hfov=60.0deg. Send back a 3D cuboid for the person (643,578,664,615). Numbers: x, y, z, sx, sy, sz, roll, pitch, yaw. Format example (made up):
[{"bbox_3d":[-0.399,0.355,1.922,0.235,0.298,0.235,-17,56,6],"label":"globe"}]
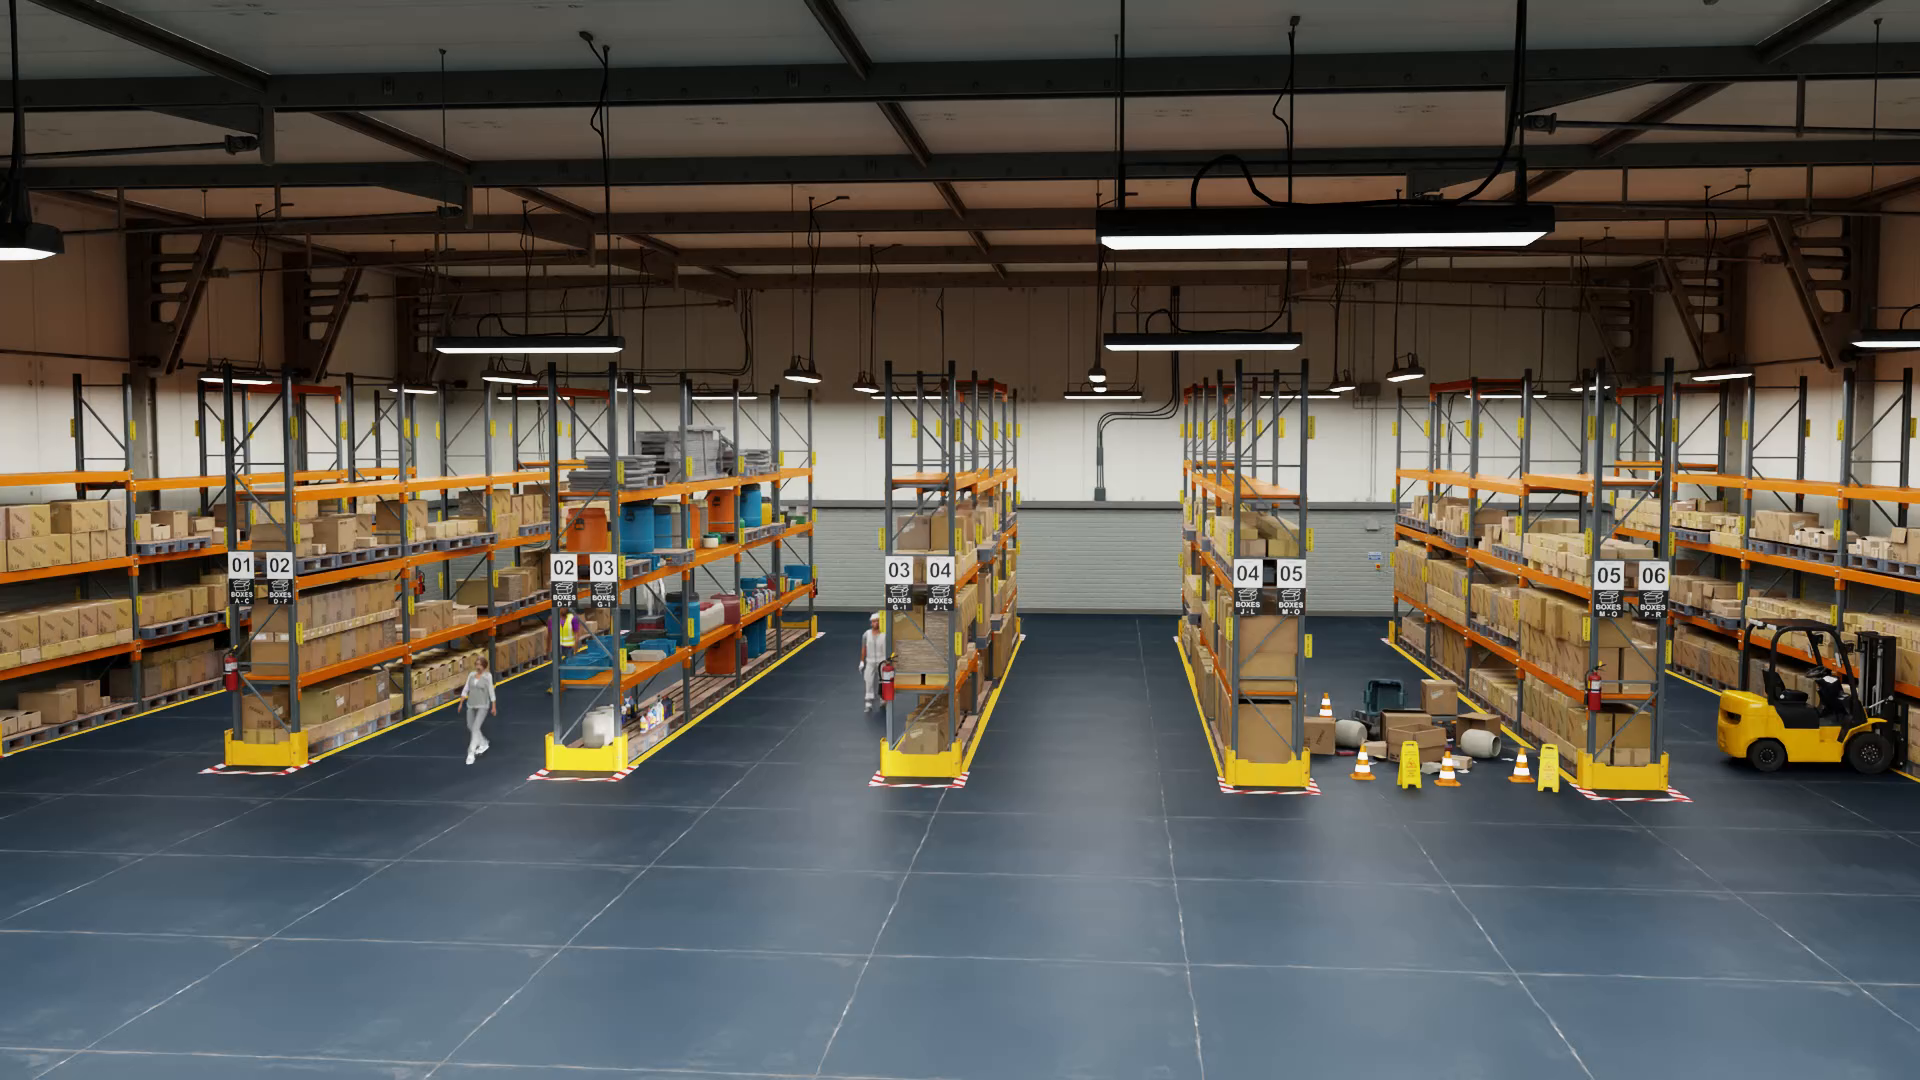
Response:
[{"bbox_3d":[-7.839,1.363,42.554,0.534,1.635,1.004,-1,4,-10],"label":"person"}]

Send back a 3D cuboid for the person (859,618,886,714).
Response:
[{"bbox_3d":[-1.495,2.238,29.441,0.647,1.599,1.061,0,4,7],"label":"person"}]

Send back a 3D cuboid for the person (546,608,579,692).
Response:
[{"bbox_3d":[-7.641,2.022,31.871,0.658,1.695,1.067,0,4,-3],"label":"person"}]

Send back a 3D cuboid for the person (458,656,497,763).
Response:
[{"bbox_3d":[-7.343,2.561,25.330,0.500,1.585,0.709,1,4,10],"label":"person"}]
